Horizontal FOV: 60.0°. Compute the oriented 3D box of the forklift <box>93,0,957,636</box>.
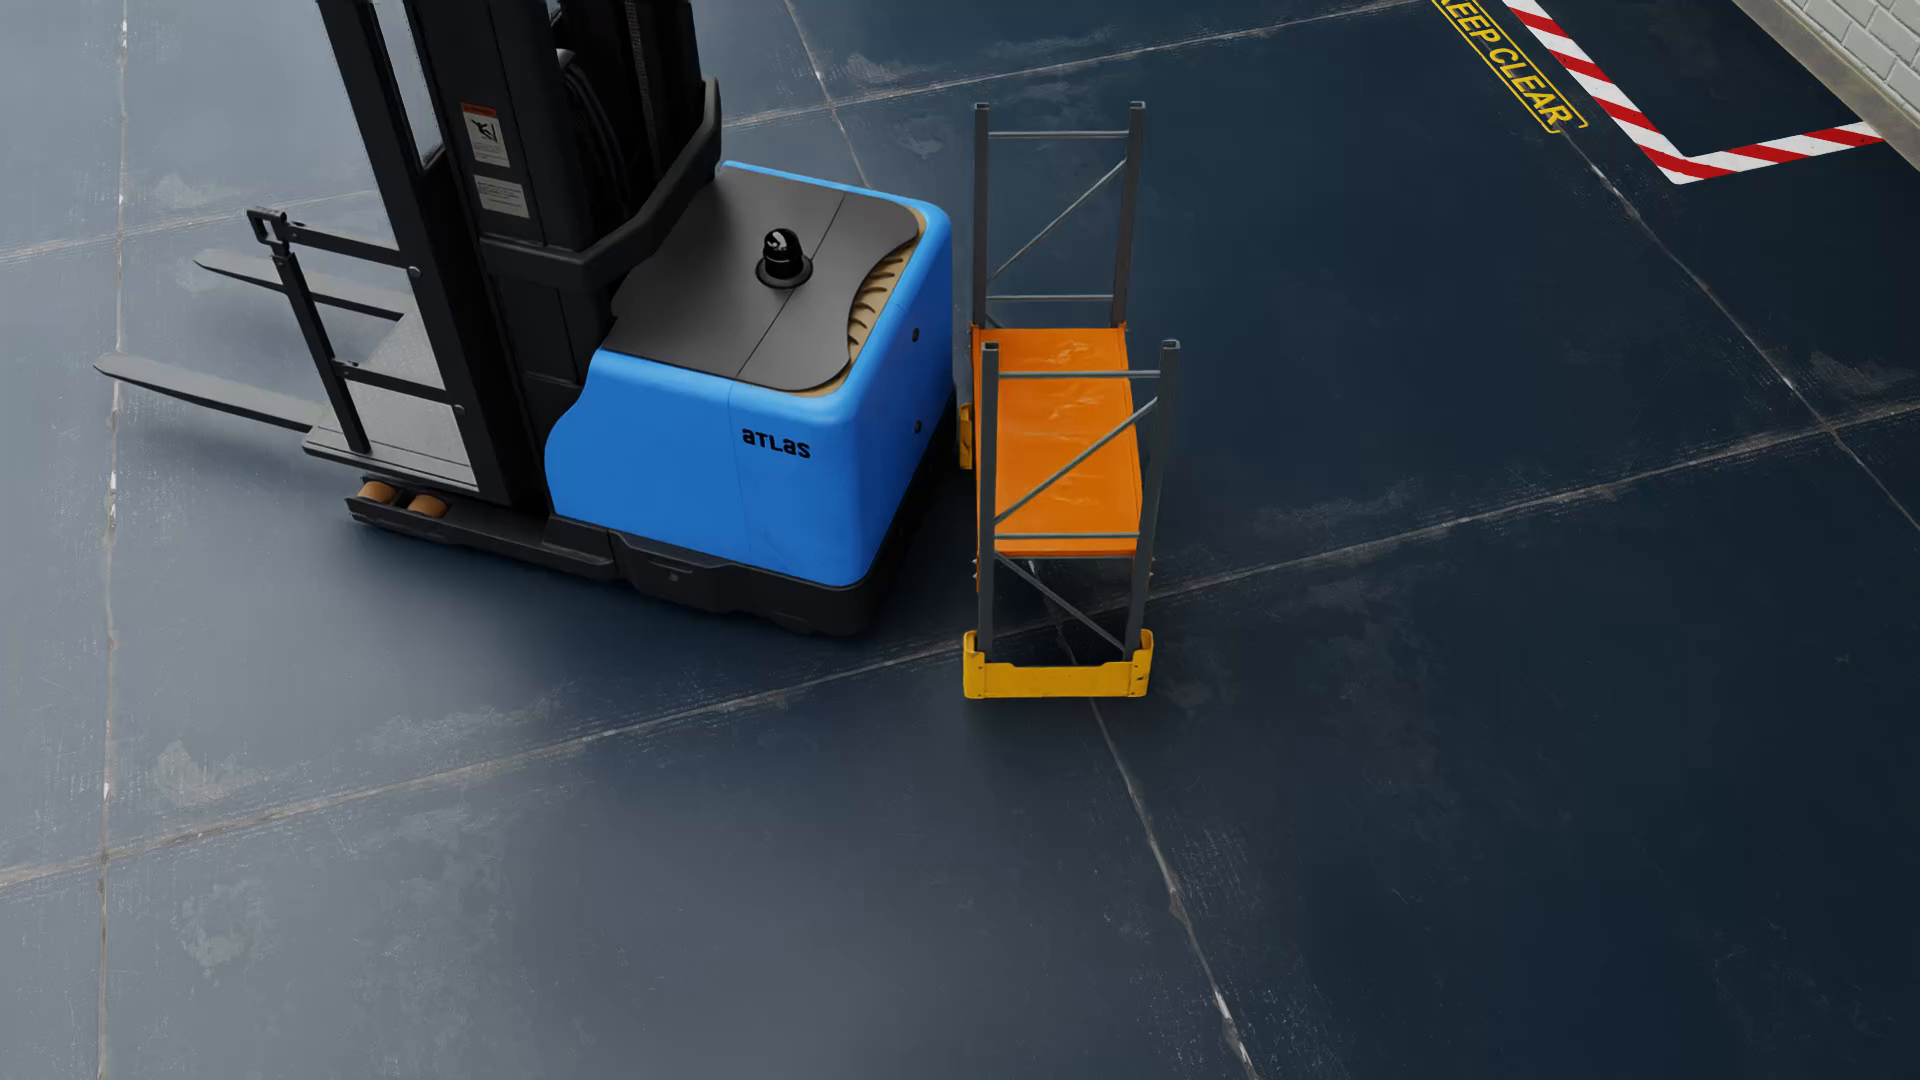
[{"bbox_3d":[-1.585,-1.310,4.937,3.031,2.935,1.130,14,51,12],"label":"forklift"}]

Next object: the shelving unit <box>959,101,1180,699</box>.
[{"bbox_3d":[0.299,-0.391,5.099,0.587,1.500,1.083,-1,50,-1],"label":"shelving unit"}]

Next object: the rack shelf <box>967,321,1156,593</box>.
[{"bbox_3d":[0.299,-0.282,5.242,0.538,0.185,1.000,-1,50,-1],"label":"rack shelf"}]

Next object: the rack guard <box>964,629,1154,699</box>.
[{"bbox_3d":[0.306,0.393,5.256,0.587,0.250,0.087,-1,50,-1],"label":"rack guard"}]

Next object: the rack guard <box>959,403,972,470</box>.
[{"bbox_3d":[0.292,-0.369,5.897,0.587,0.250,0.087,-1,50,-1],"label":"rack guard"}]

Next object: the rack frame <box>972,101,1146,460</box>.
[{"bbox_3d":[0.292,-0.787,5.432,0.500,1.500,0.032,-1,50,-1],"label":"rack frame"}]

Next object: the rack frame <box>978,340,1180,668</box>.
[{"bbox_3d":[0.306,-0.009,4.777,0.500,1.500,0.032,-1,50,-1],"label":"rack frame"}]
